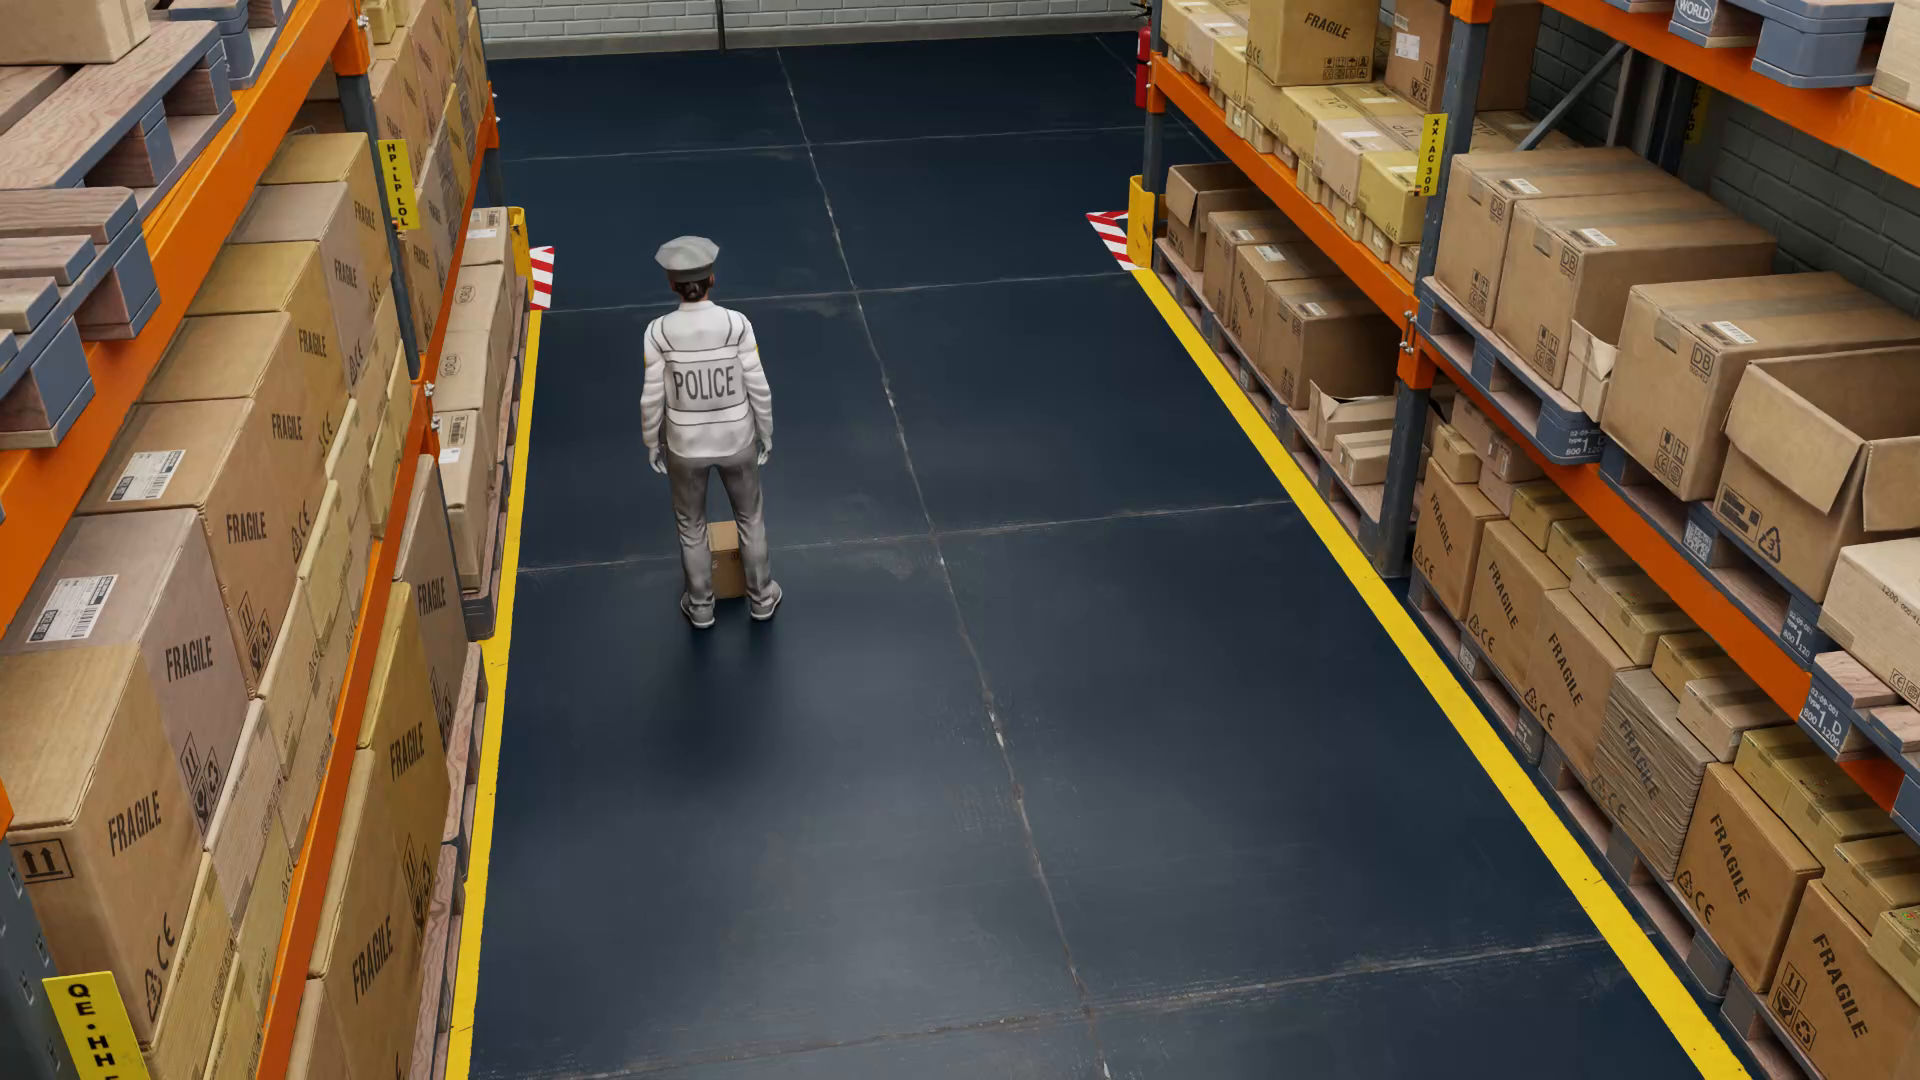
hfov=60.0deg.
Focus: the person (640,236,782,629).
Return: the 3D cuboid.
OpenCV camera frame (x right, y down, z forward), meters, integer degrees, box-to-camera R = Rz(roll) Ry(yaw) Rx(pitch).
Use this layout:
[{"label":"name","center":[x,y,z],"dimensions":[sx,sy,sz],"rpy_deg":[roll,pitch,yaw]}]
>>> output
[{"label":"person","center":[-1.023,-0.396,6.791],"dimensions":[0.529,1.664,0.374],"rpy_deg":[-6,31,-10]}]
